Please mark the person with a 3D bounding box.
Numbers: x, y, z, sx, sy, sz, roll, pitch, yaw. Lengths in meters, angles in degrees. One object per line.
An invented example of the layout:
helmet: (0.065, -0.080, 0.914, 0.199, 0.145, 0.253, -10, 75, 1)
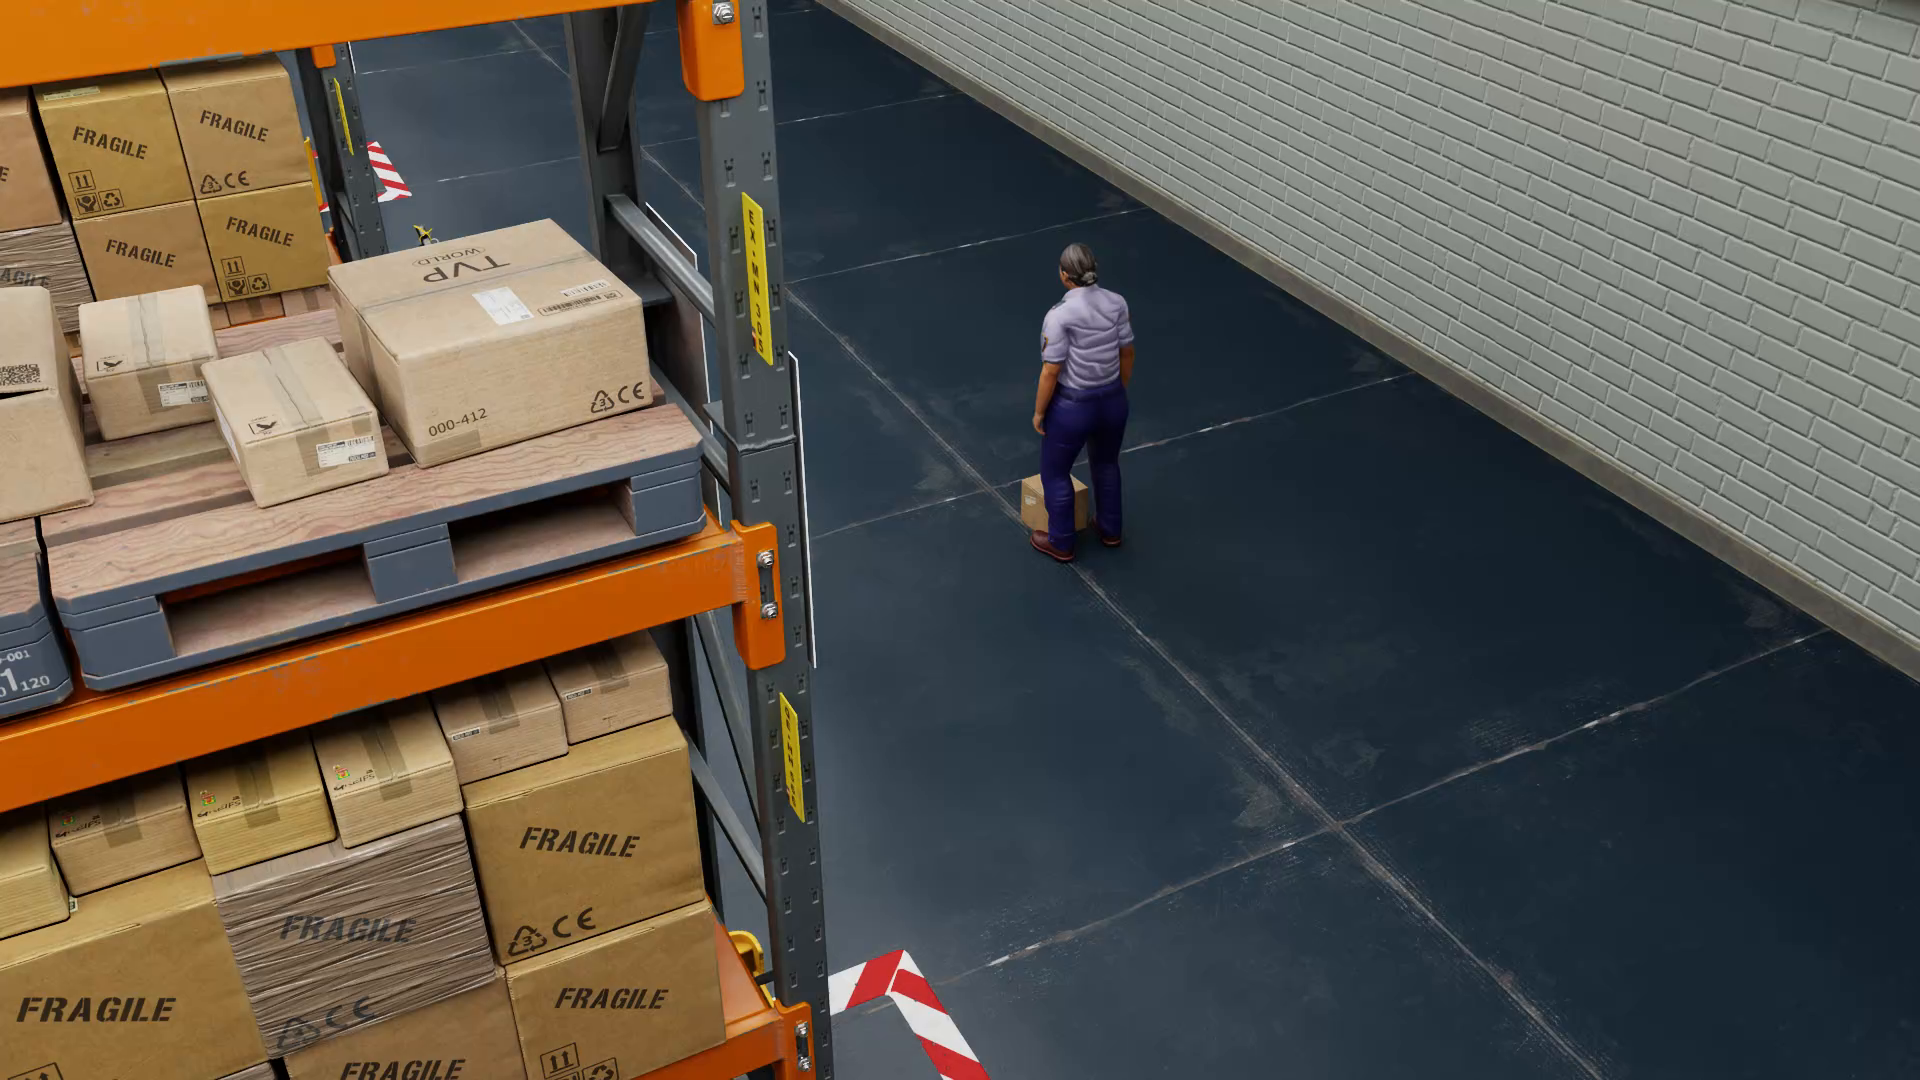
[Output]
person: (0.610, -0.660, 8.155, 0.543, 1.652, 0.367, -16, 37, -23)
